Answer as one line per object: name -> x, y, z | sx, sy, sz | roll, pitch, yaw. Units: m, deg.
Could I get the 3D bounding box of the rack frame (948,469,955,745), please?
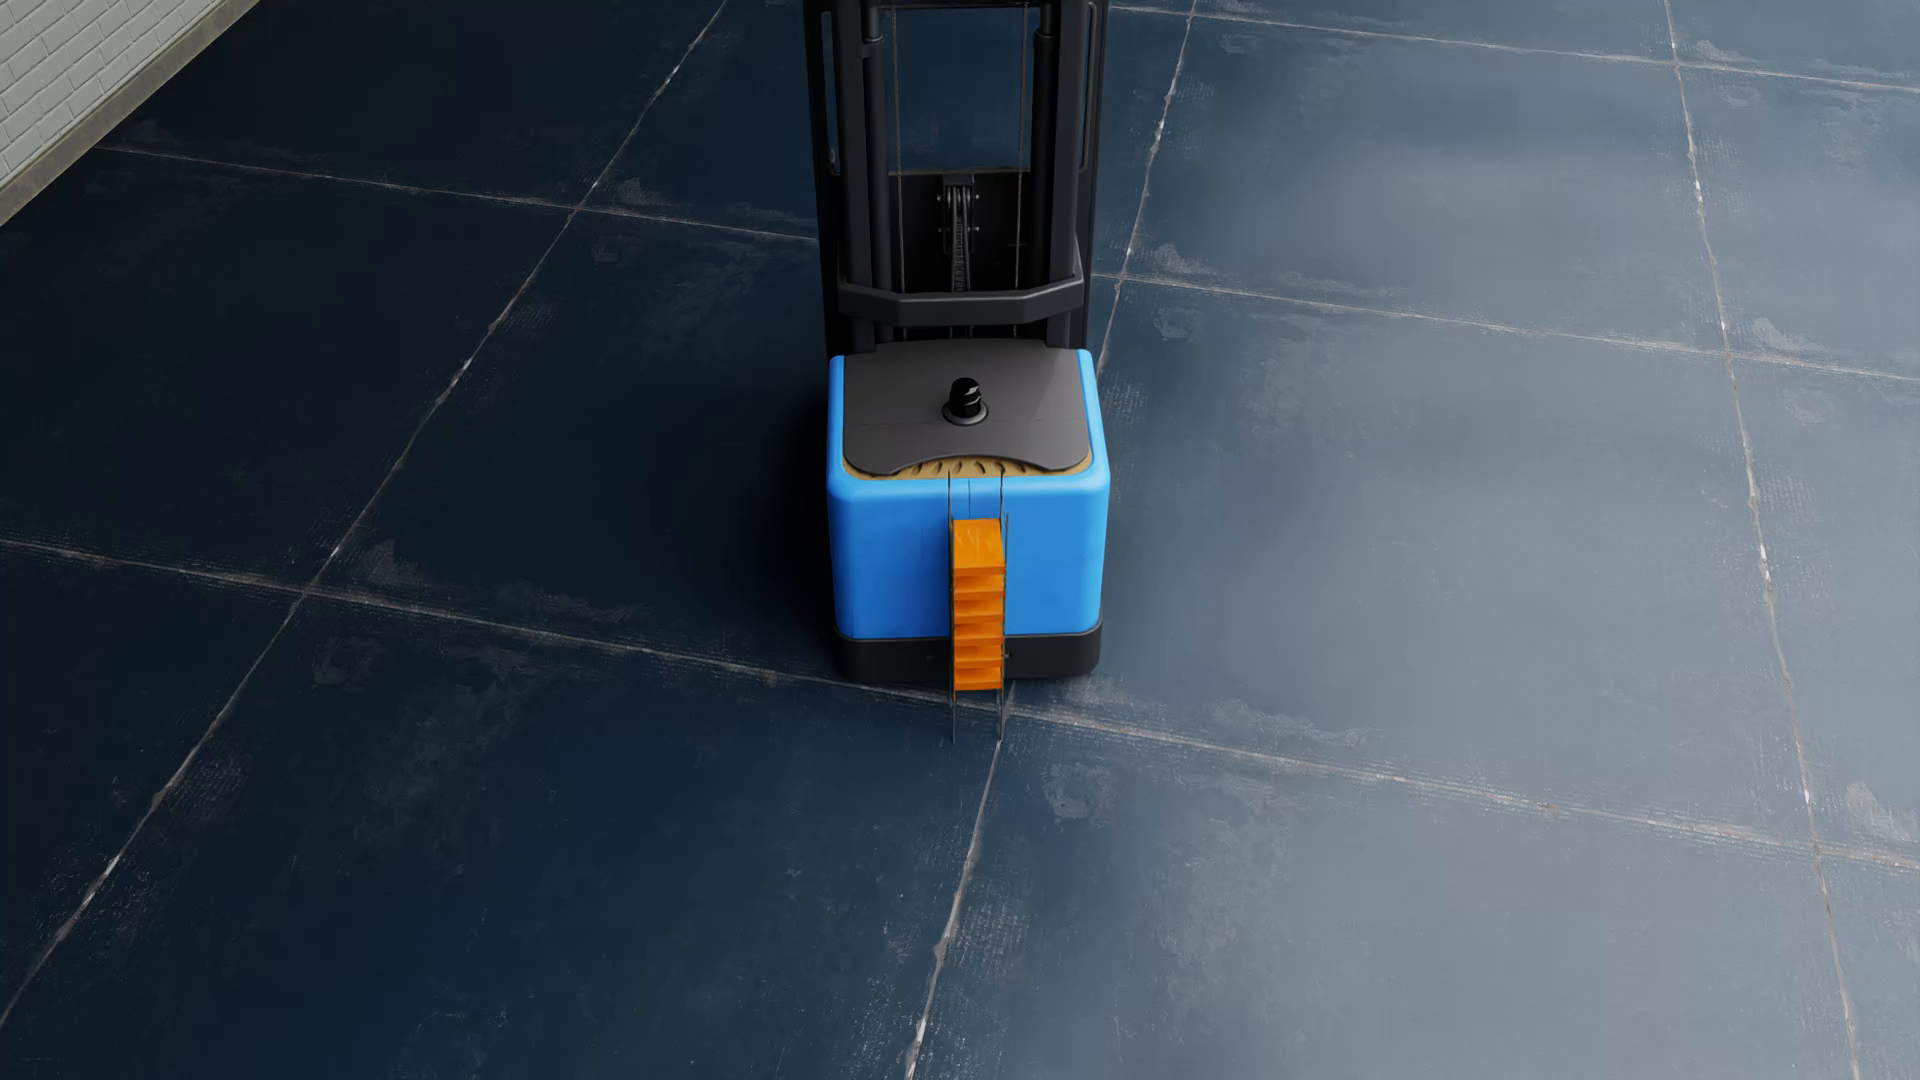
rack frame -> -0.031, 0.272, 6.062 | 0.006, 1.200, 0.240 | -3, 44, -3

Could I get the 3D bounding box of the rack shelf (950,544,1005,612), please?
rack shelf -> 0.061, 0.127, 5.931 | 0.180, 0.103, 0.258 | -3, 44, -3

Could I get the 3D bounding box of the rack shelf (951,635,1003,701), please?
rack shelf -> 0.061, 0.473, 6.263 | 0.180, 0.103, 0.258 | -3, 44, -3

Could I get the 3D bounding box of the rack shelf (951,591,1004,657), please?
rack shelf -> 0.061, 0.300, 6.097 | 0.180, 0.103, 0.258 | -3, 44, -3

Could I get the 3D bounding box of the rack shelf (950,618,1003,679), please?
rack shelf -> 0.061, 0.387, 6.180 | 0.180, 0.103, 0.258 | -3, 44, -3

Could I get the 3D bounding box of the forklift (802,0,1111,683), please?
forklift -> -0.026, -1.504, 6.660 | 1.130, 2.935, 3.031 | -2, 44, -2

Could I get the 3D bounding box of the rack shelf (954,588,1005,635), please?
rack shelf -> 0.061, 0.214, 6.014 | 0.180, 0.103, 0.258 | -3, 44, -3

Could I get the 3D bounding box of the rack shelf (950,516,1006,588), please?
rack shelf -> 0.061, 0.041, 5.847 | 0.180, 0.103, 0.258 | -3, 44, -3

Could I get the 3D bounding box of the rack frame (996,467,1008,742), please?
rack frame -> 0.152, 0.264, 6.070 | 0.006, 1.200, 0.240 | -3, 44, -3

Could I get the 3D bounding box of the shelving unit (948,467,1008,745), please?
shelving unit -> 0.061, 0.268, 6.066 | 0.189, 1.200, 0.258 | -3, 44, -3
